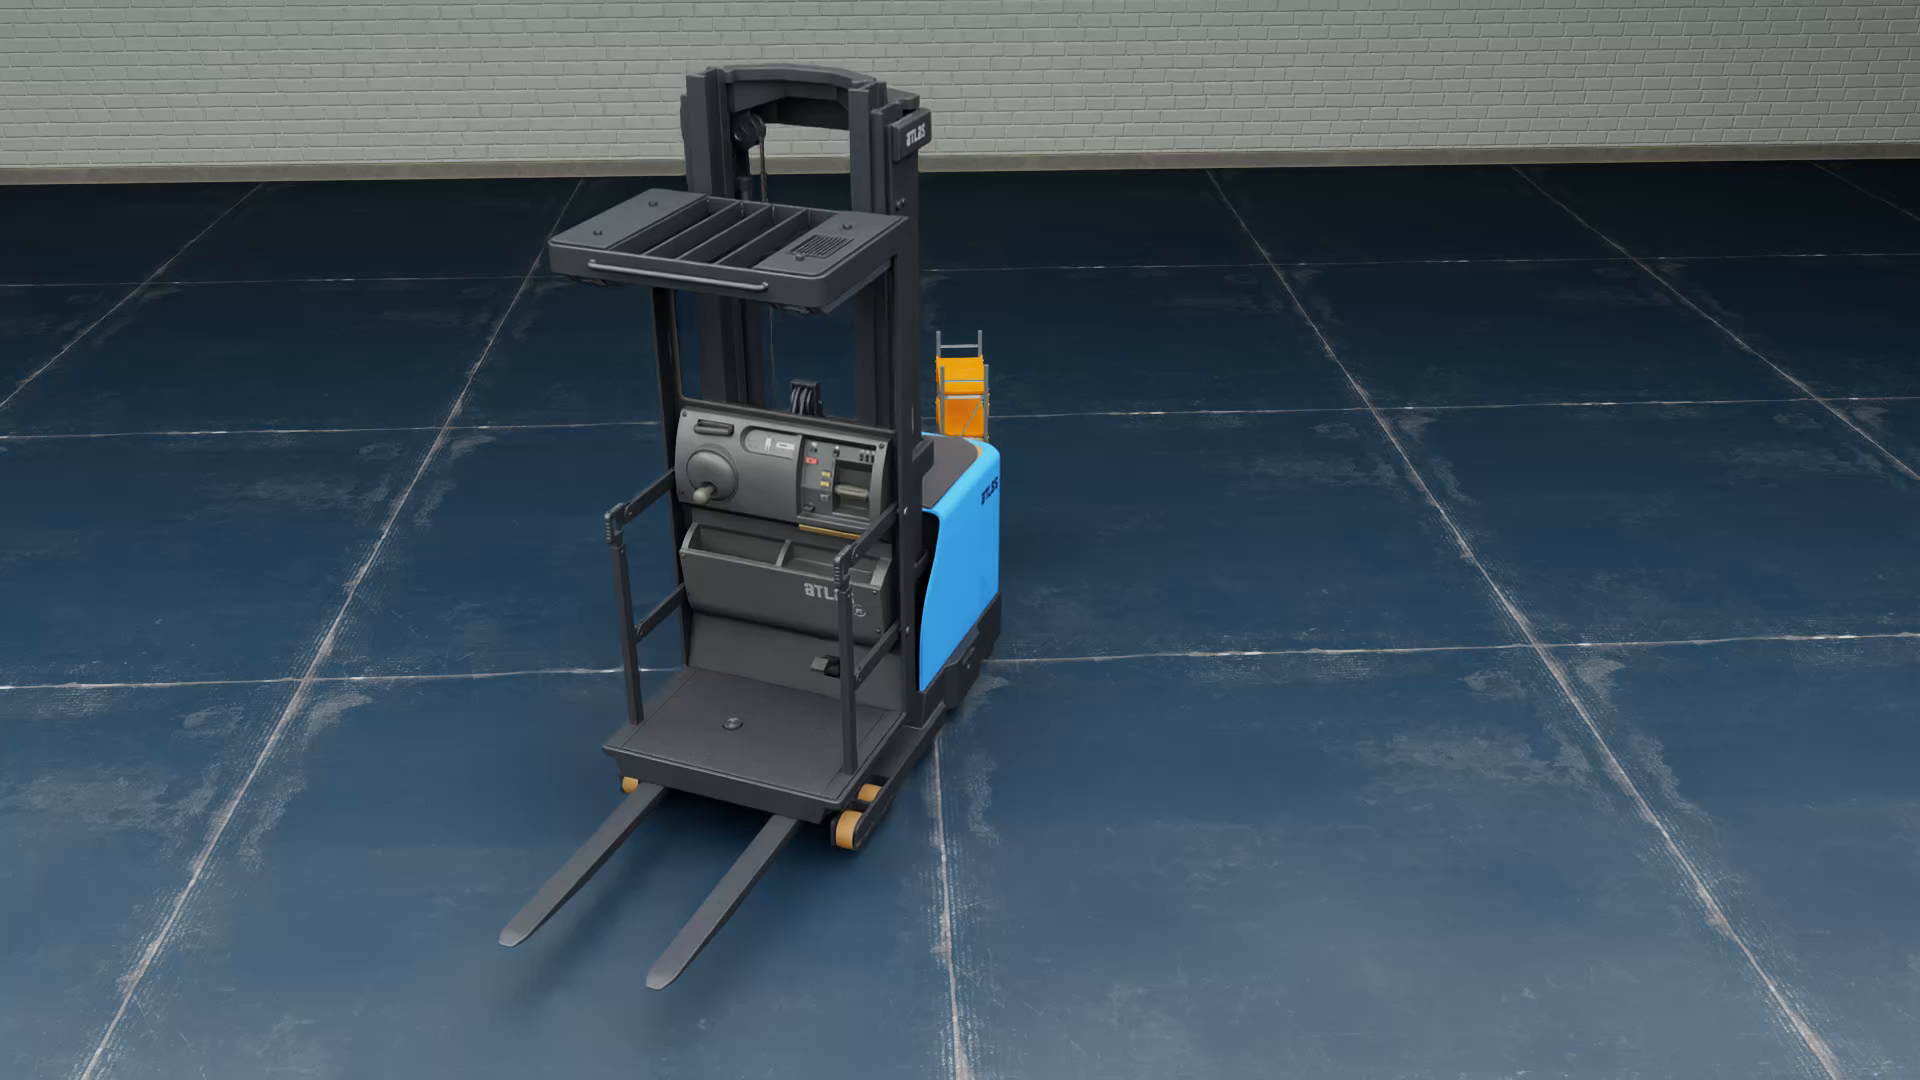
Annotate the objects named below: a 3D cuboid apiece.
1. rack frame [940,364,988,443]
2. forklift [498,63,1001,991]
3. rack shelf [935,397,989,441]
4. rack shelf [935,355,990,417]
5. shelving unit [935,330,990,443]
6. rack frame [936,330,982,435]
[{"bbox_3d":[0.021,-0.343,8.610,0.240,1.200,0.015,-1,28,-3],"label":"rack frame"},{"bbox_3d":[-0.805,-0.247,6.554,1.130,2.935,3.031,10,29,19],"label":"forklift"},{"bbox_3d":[0.009,-0.594,8.754,0.258,0.148,0.480,-1,28,-3],"label":"rack shelf"},{"bbox_3d":[0.009,-0.804,8.644,0.258,0.148,0.480,-1,28,-3],"label":"rack shelf"},{"bbox_3d":[0.009,-0.456,8.826,0.258,1.200,0.503,-1,28,-3],"label":"shelving unit"},{"bbox_3d":[-0.004,-0.568,9.042,0.240,1.200,0.015,-1,28,-3],"label":"rack frame"}]
